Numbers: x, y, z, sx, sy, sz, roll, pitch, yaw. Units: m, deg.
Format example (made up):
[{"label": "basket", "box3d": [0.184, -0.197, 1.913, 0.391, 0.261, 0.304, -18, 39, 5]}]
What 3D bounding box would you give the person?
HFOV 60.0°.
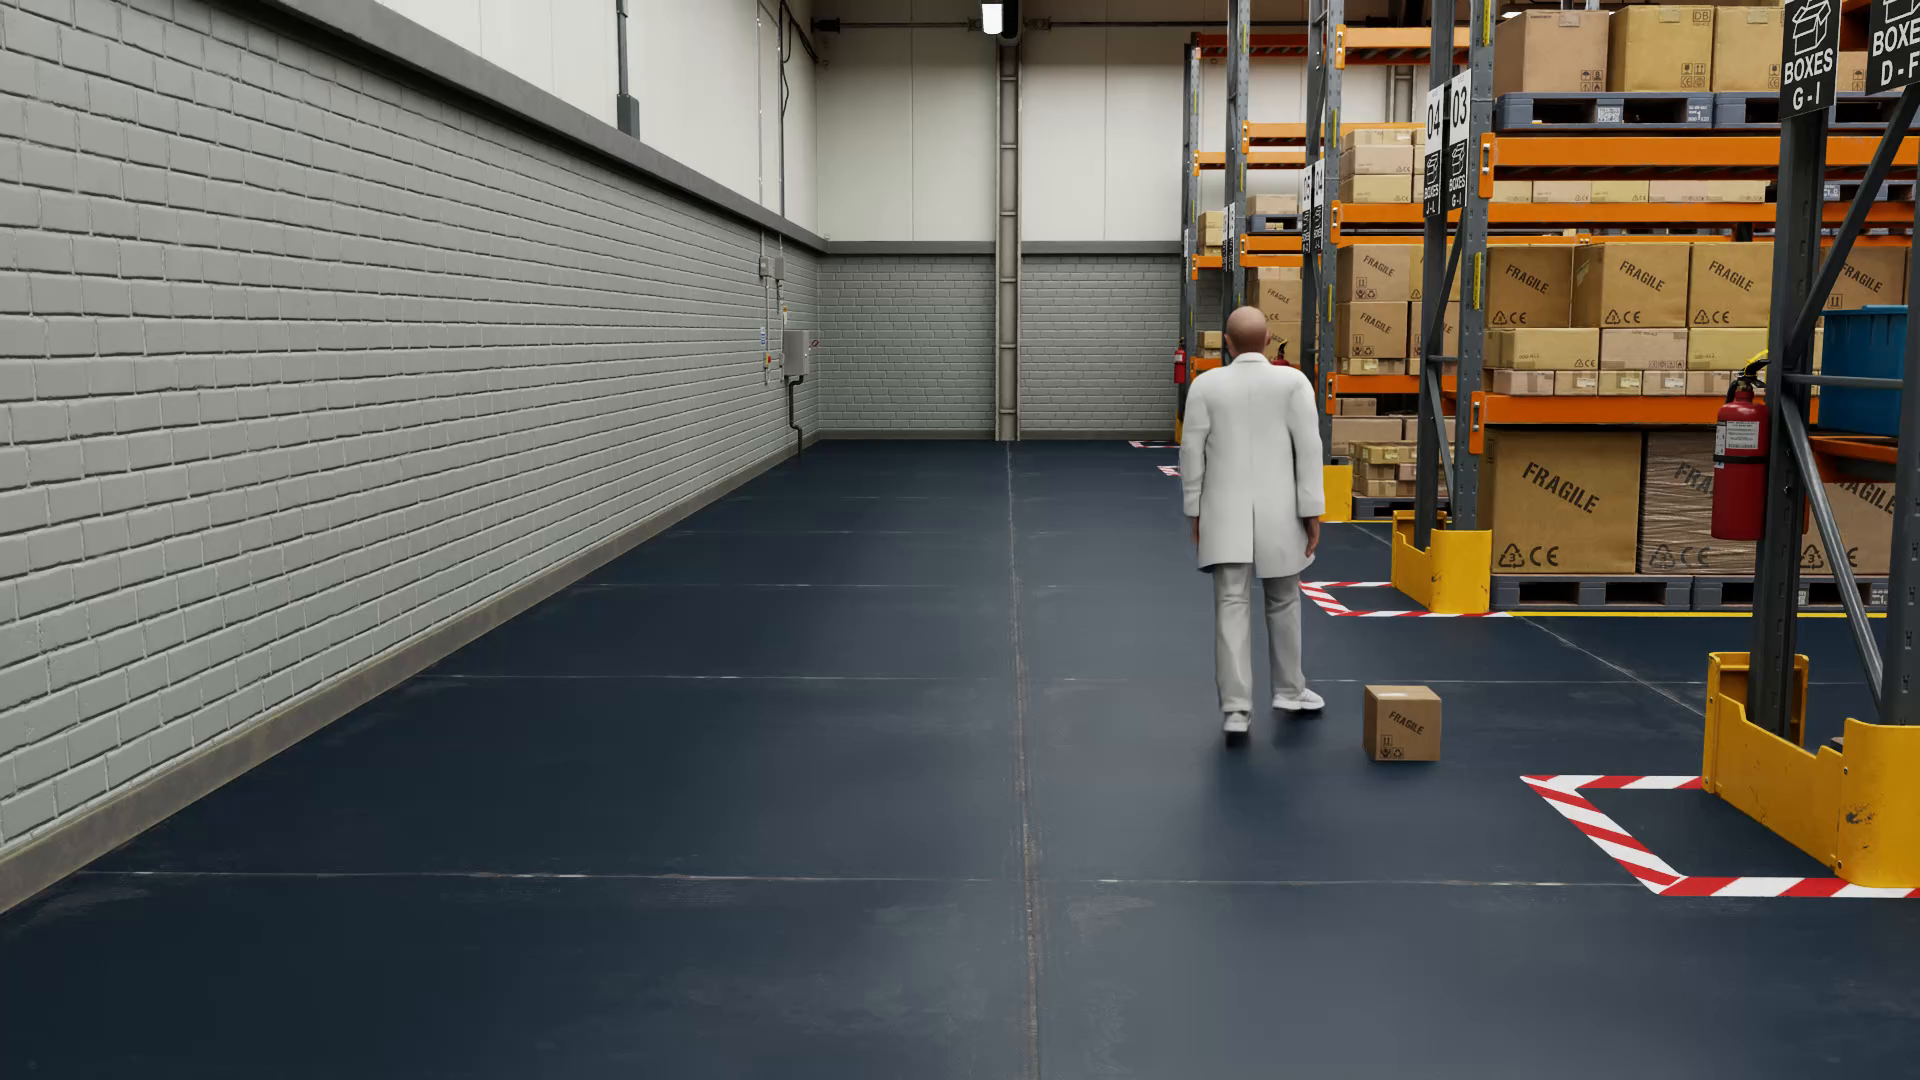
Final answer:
[{"label": "person", "box3d": [1.246, -0.089, 7.011, 0.648, 1.779, 0.835, 1, 7, 9]}]
